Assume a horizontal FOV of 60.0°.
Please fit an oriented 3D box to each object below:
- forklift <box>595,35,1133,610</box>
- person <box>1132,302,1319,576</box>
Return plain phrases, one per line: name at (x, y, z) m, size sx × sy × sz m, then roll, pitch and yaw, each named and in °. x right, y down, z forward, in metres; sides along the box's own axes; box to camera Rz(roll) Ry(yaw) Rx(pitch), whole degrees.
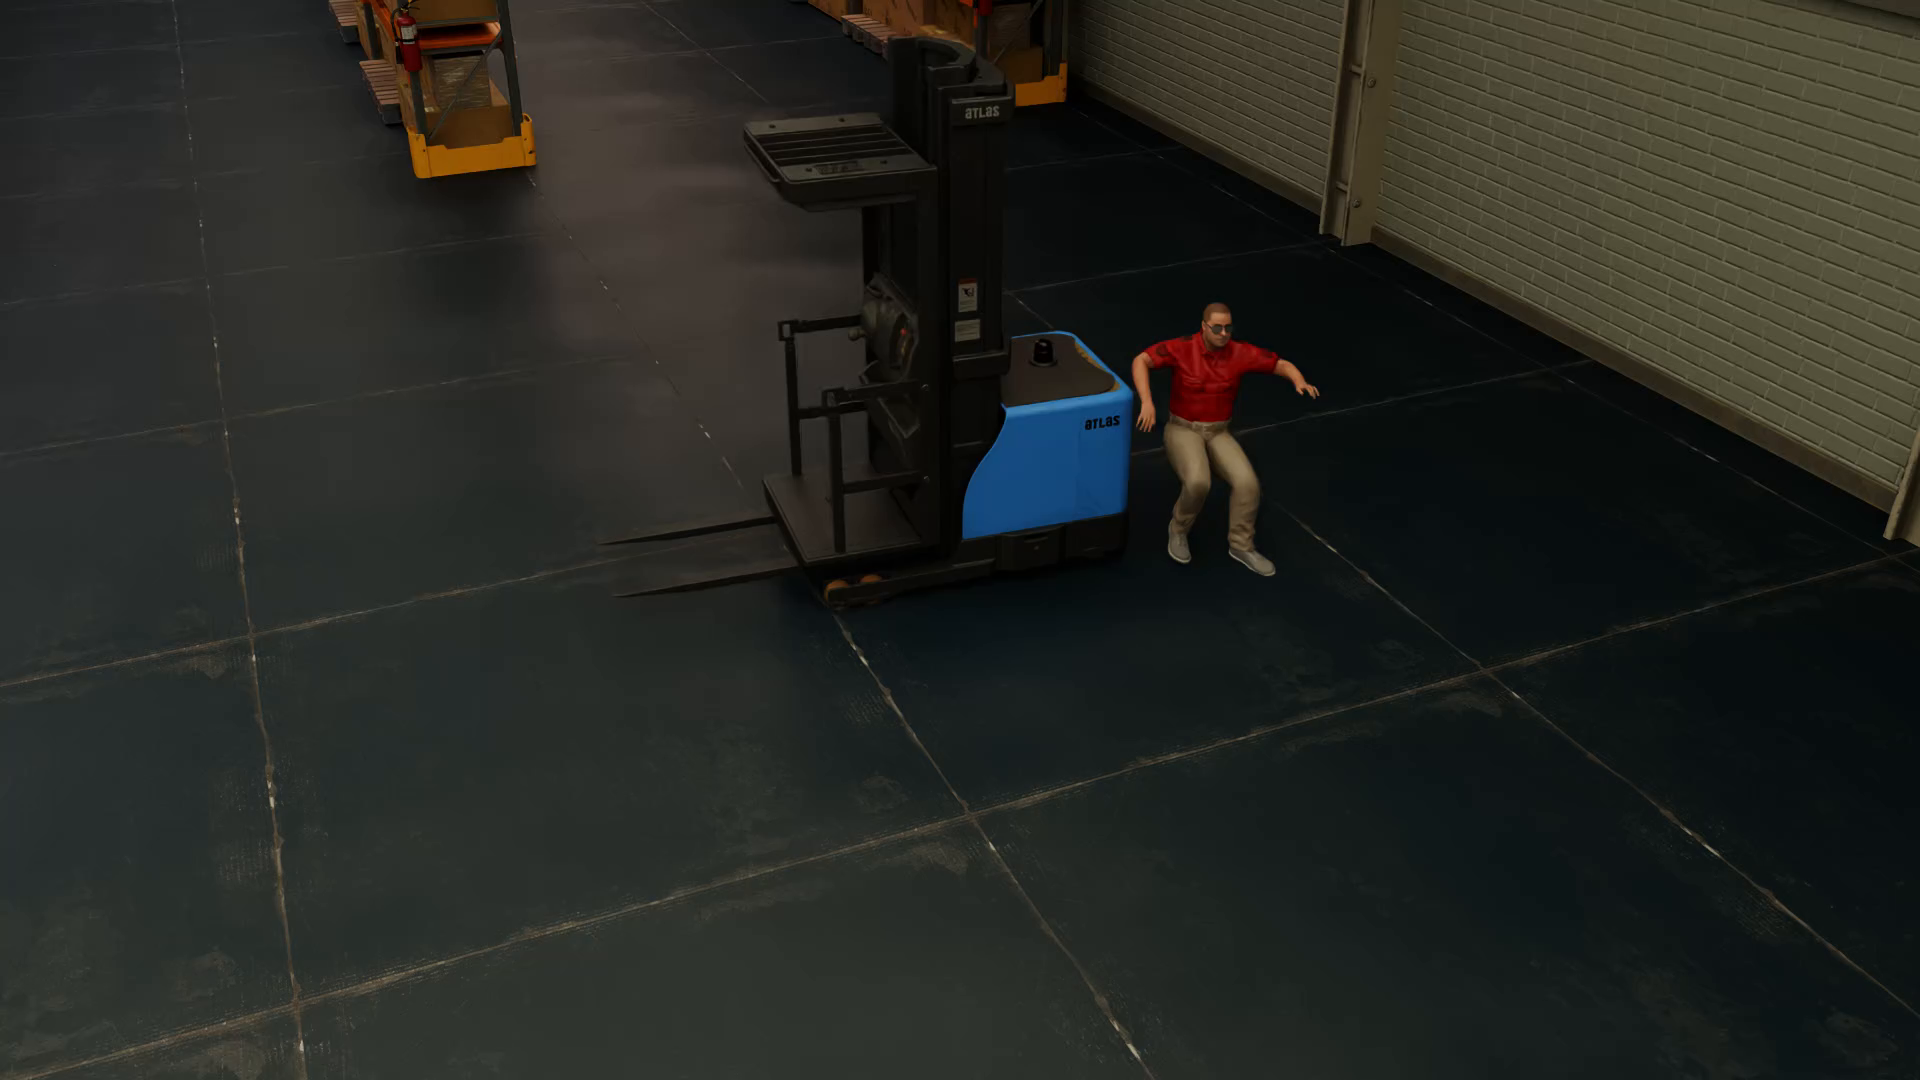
forklift at (-0.576, -1.172, 9.169) m, size 3.031 × 2.935 × 1.130 m, roll -10°, pitch 31°, yaw -16°
person at (1.479, -0.576, 9.618) m, size 1.011 × 1.490 × 0.808 m, roll -9°, pitch 31°, yaw -15°
